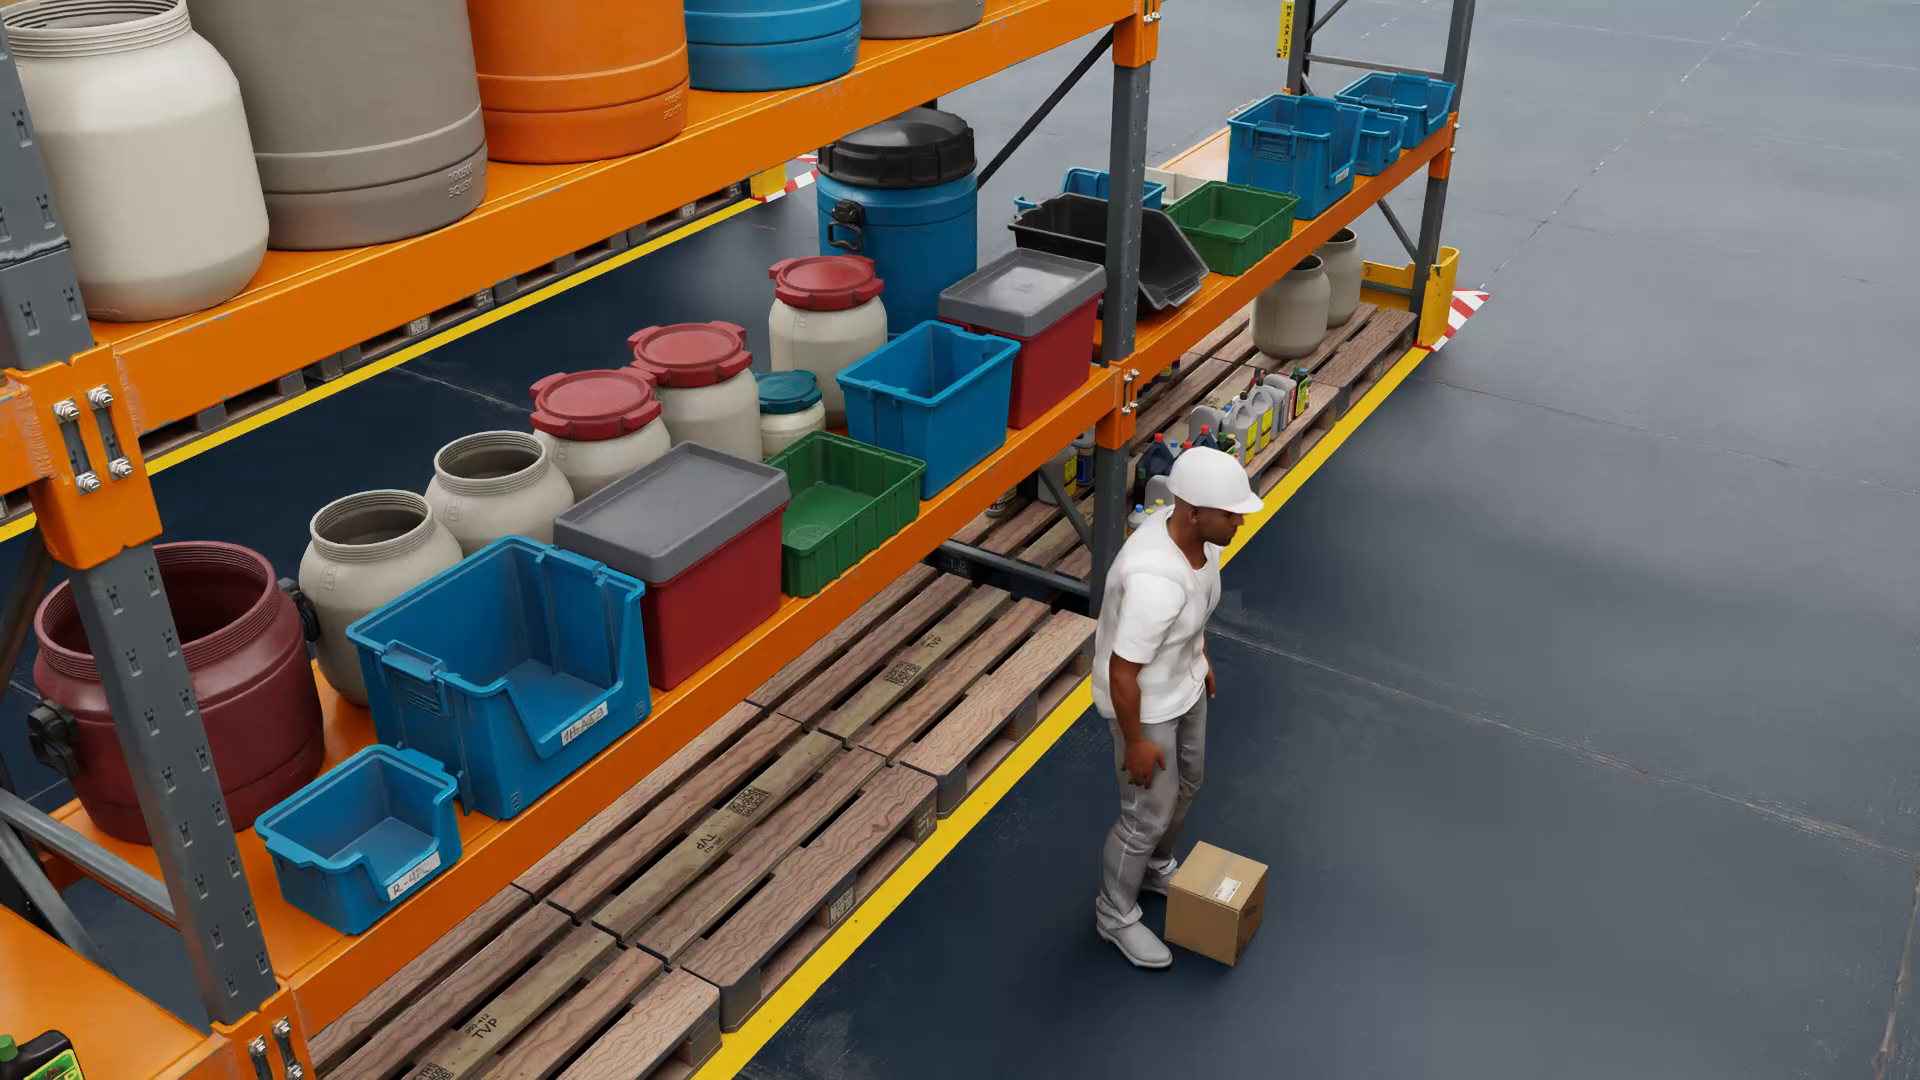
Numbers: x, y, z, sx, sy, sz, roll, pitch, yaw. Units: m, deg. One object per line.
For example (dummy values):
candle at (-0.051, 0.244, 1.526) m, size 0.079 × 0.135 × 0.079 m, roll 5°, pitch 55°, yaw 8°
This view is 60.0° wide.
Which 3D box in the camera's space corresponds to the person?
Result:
person at (0.659, 0.499, 5.261) m, size 0.461 × 1.759 × 0.631 m, roll 15°, pitch 34°, yaw 24°
